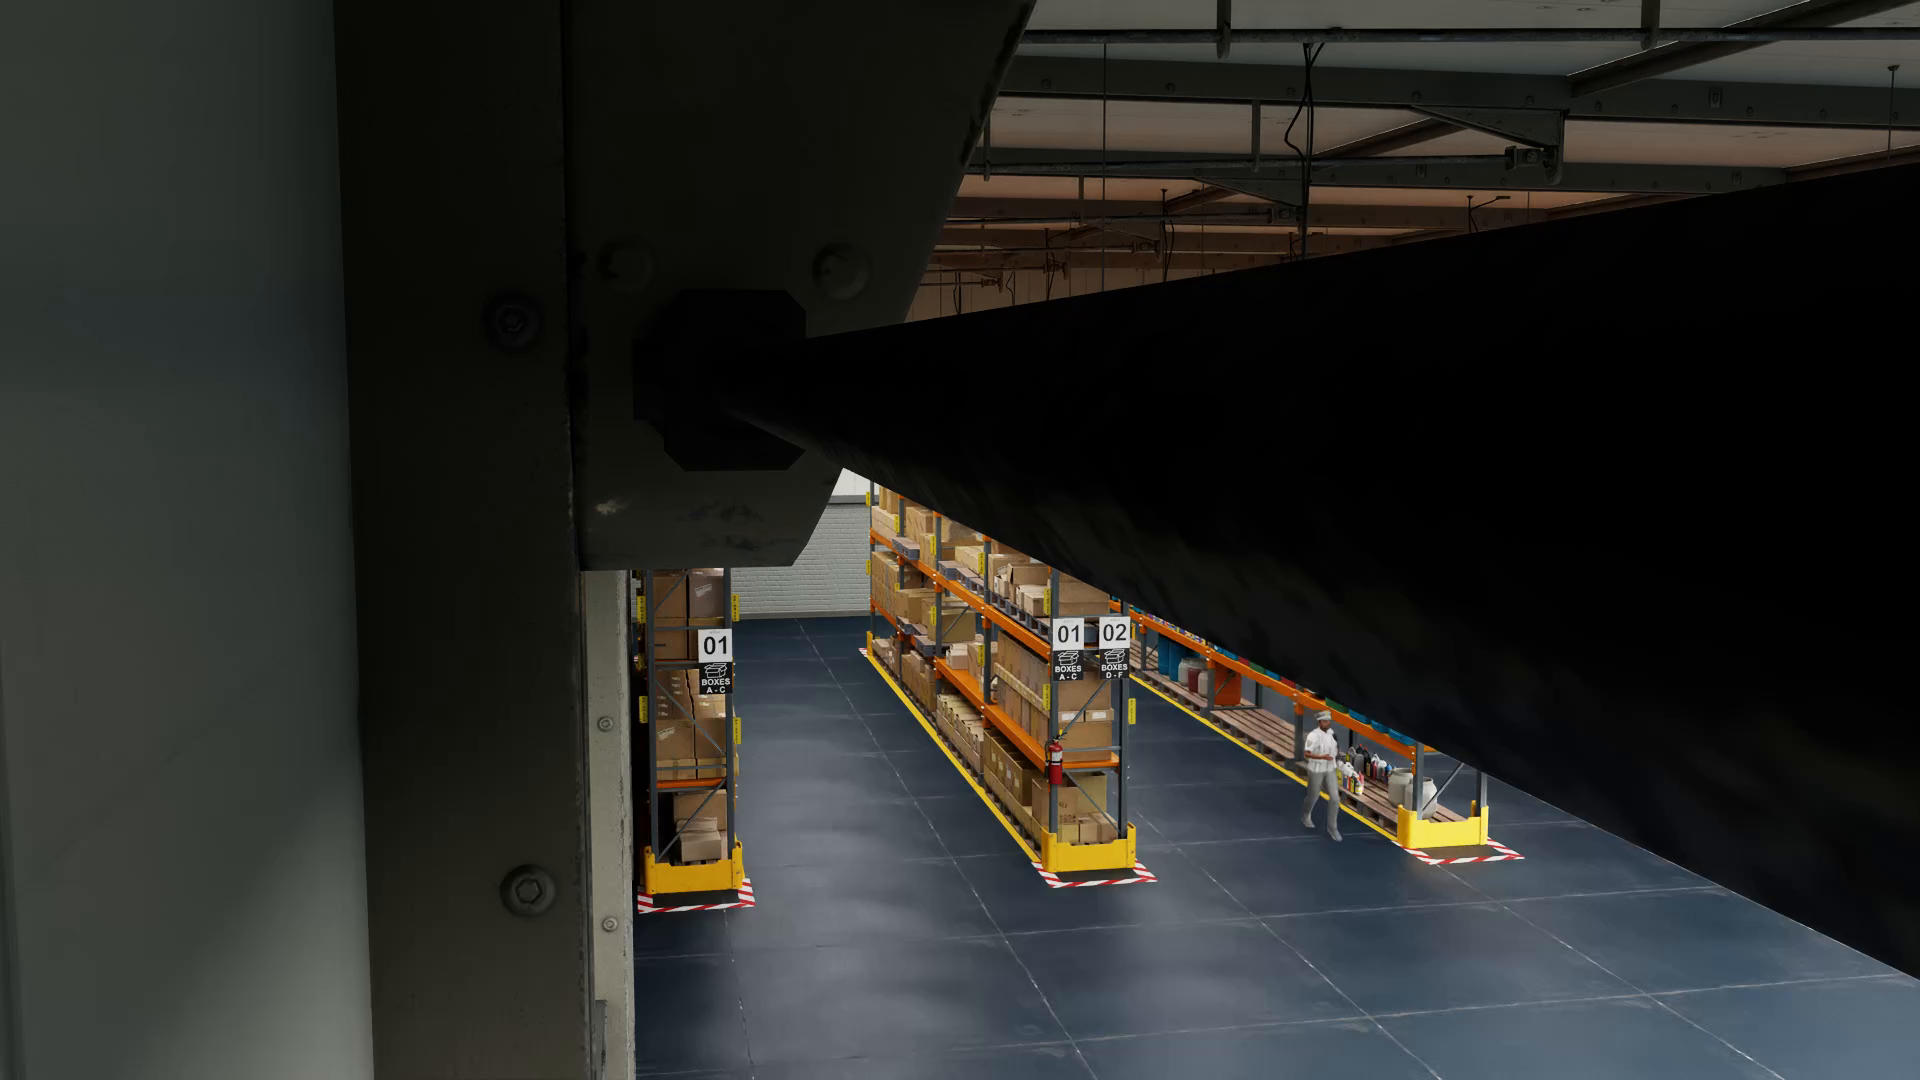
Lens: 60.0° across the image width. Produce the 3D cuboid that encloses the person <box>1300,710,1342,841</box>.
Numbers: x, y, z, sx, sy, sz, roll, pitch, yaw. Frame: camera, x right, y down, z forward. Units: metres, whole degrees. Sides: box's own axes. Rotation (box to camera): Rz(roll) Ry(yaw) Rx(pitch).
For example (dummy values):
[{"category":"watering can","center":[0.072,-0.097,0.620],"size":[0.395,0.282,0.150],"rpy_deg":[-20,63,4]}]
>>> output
[{"category":"person","center":[4.866,3.141,22.476],"size":[0.567,1.747,0.787],"rpy_deg":[-2,6,-18]}]
